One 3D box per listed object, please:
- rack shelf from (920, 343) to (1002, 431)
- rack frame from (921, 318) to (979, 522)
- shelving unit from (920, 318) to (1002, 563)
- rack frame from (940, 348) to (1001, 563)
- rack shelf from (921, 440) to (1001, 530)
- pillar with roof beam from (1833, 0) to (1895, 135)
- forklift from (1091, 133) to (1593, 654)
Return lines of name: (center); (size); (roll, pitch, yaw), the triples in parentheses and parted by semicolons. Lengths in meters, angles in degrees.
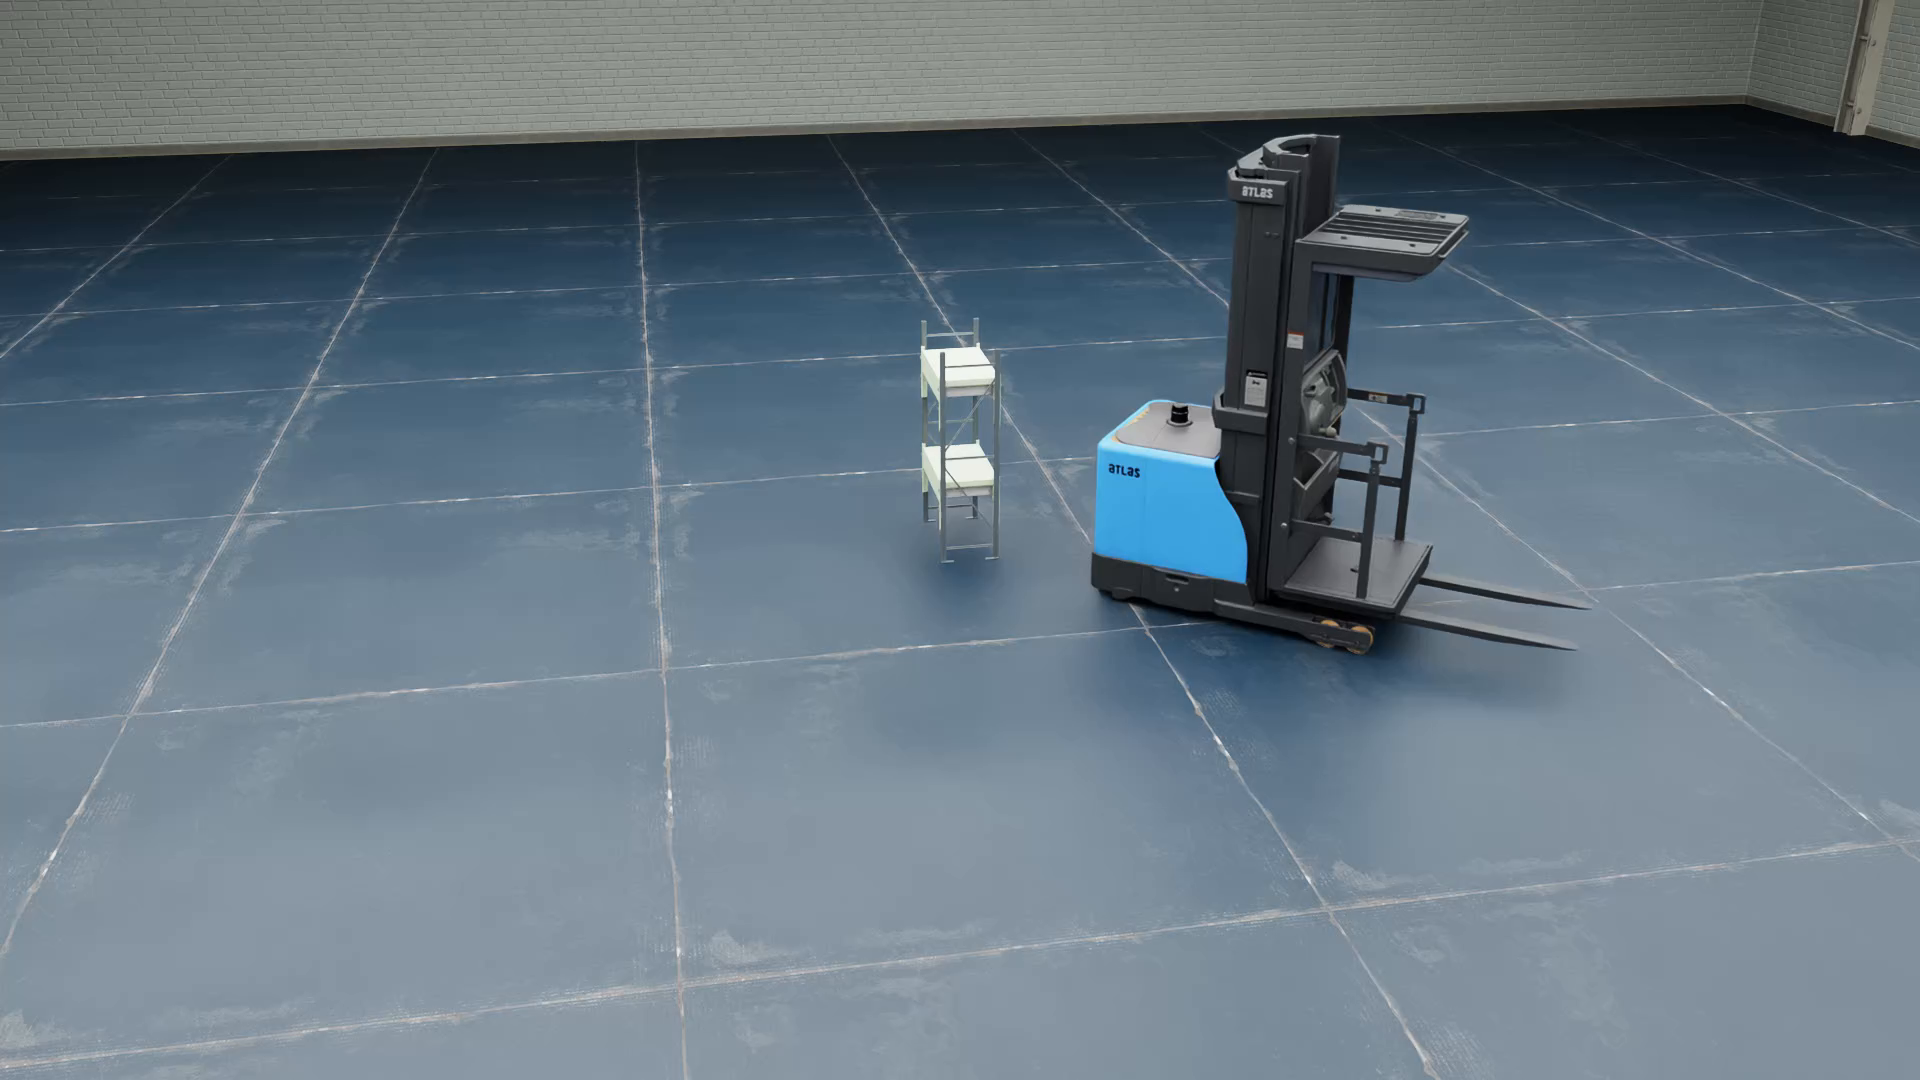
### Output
rack shelf: (-0.001, -1.048, 11.300); (0.431, 0.370, 0.720); (-4, 24, -10)
rack frame: (-0.069, -0.834, 11.785); (0.400, 1.500, 0.023); (-4, 24, -10)
shelving unit: (-0.001, -0.690, 11.456); (0.431, 1.500, 0.755); (-4, 24, -10)
rack frame: (0.066, -0.546, 11.126); (0.400, 1.500, 0.023); (-4, 24, -10)
rack shelf: (-0.001, -0.391, 11.586); (0.431, 0.370, 0.720); (-4, 24, -10)
pillar with roof beam: (10.072, -10.350, 24.204); (9.100, 9.000, 0.400); (-4, 24, -10)
forklift: (2.410, -0.889, 10.123); (3.031, 2.935, 1.130); (11, 26, 24)
